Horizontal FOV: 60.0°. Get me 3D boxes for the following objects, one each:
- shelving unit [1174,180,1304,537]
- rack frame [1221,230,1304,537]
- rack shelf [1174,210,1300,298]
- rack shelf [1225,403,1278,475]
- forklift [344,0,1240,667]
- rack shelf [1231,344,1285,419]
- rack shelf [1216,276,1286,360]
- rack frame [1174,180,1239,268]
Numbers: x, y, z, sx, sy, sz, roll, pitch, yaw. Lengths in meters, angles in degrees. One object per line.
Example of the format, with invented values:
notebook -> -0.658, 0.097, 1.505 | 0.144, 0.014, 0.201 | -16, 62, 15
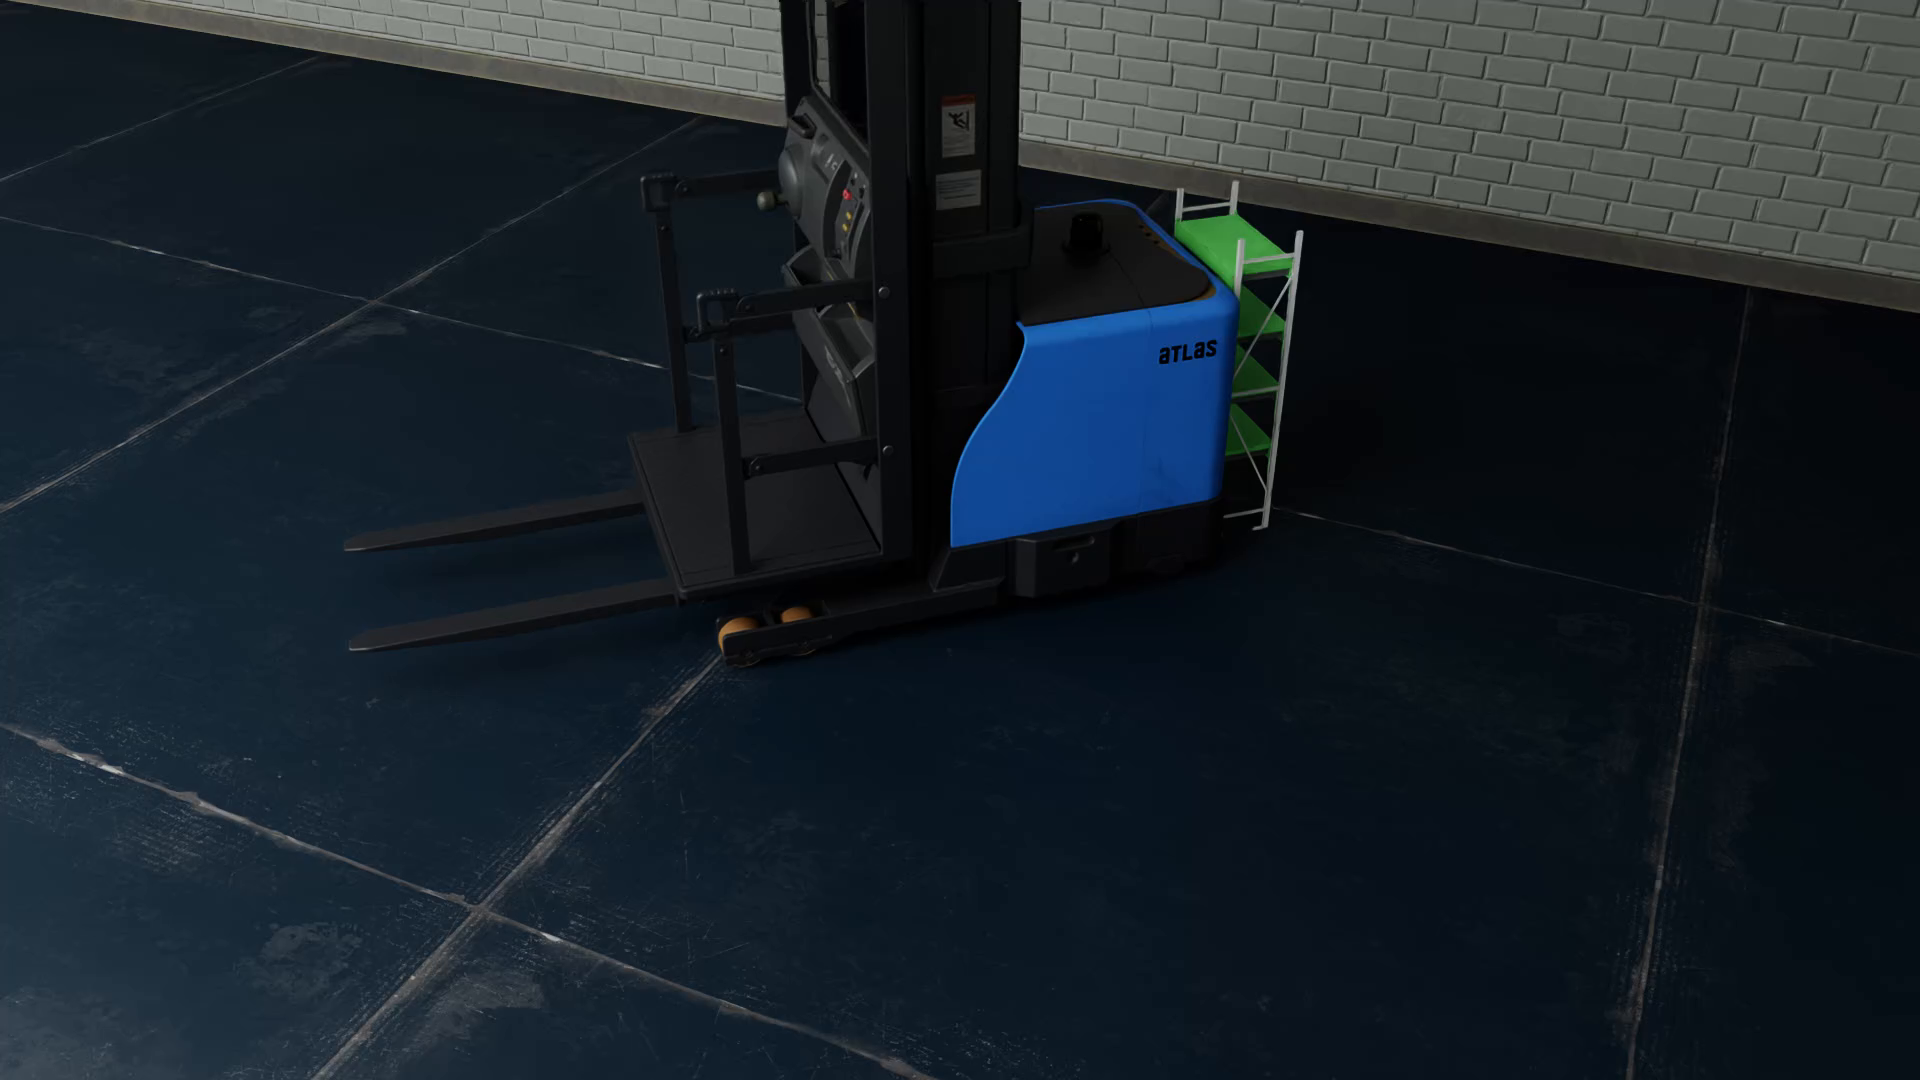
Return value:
shelving unit -> 0.977, -0.658, 6.158 | 0.258, 1.200, 0.503 | -10, 35, -15
rack frame -> 1.054, -0.531, 5.965 | 0.240, 1.200, 0.015 | -10, 35, -15
rack shelf -> 0.977, -1.006, 5.930 | 0.258, 0.148, 0.480 | -10, 35, -15
rack shelf -> 0.976, -0.403, 6.325 | 0.258, 0.148, 0.480 | -10, 35, -15
forklift -> -0.620, -1.124, 5.291 | 3.031, 2.935, 1.130 | -10, 35, -15
rack shelf -> 0.977, -0.604, 6.193 | 0.258, 0.148, 0.480 | -10, 35, -15
rack shelf -> 0.977, -0.805, 6.062 | 0.258, 0.148, 0.480 | -10, 35, -15
rack frame -> 0.899, -0.784, 6.352 | 0.240, 1.200, 0.015 | -10, 35, -15
